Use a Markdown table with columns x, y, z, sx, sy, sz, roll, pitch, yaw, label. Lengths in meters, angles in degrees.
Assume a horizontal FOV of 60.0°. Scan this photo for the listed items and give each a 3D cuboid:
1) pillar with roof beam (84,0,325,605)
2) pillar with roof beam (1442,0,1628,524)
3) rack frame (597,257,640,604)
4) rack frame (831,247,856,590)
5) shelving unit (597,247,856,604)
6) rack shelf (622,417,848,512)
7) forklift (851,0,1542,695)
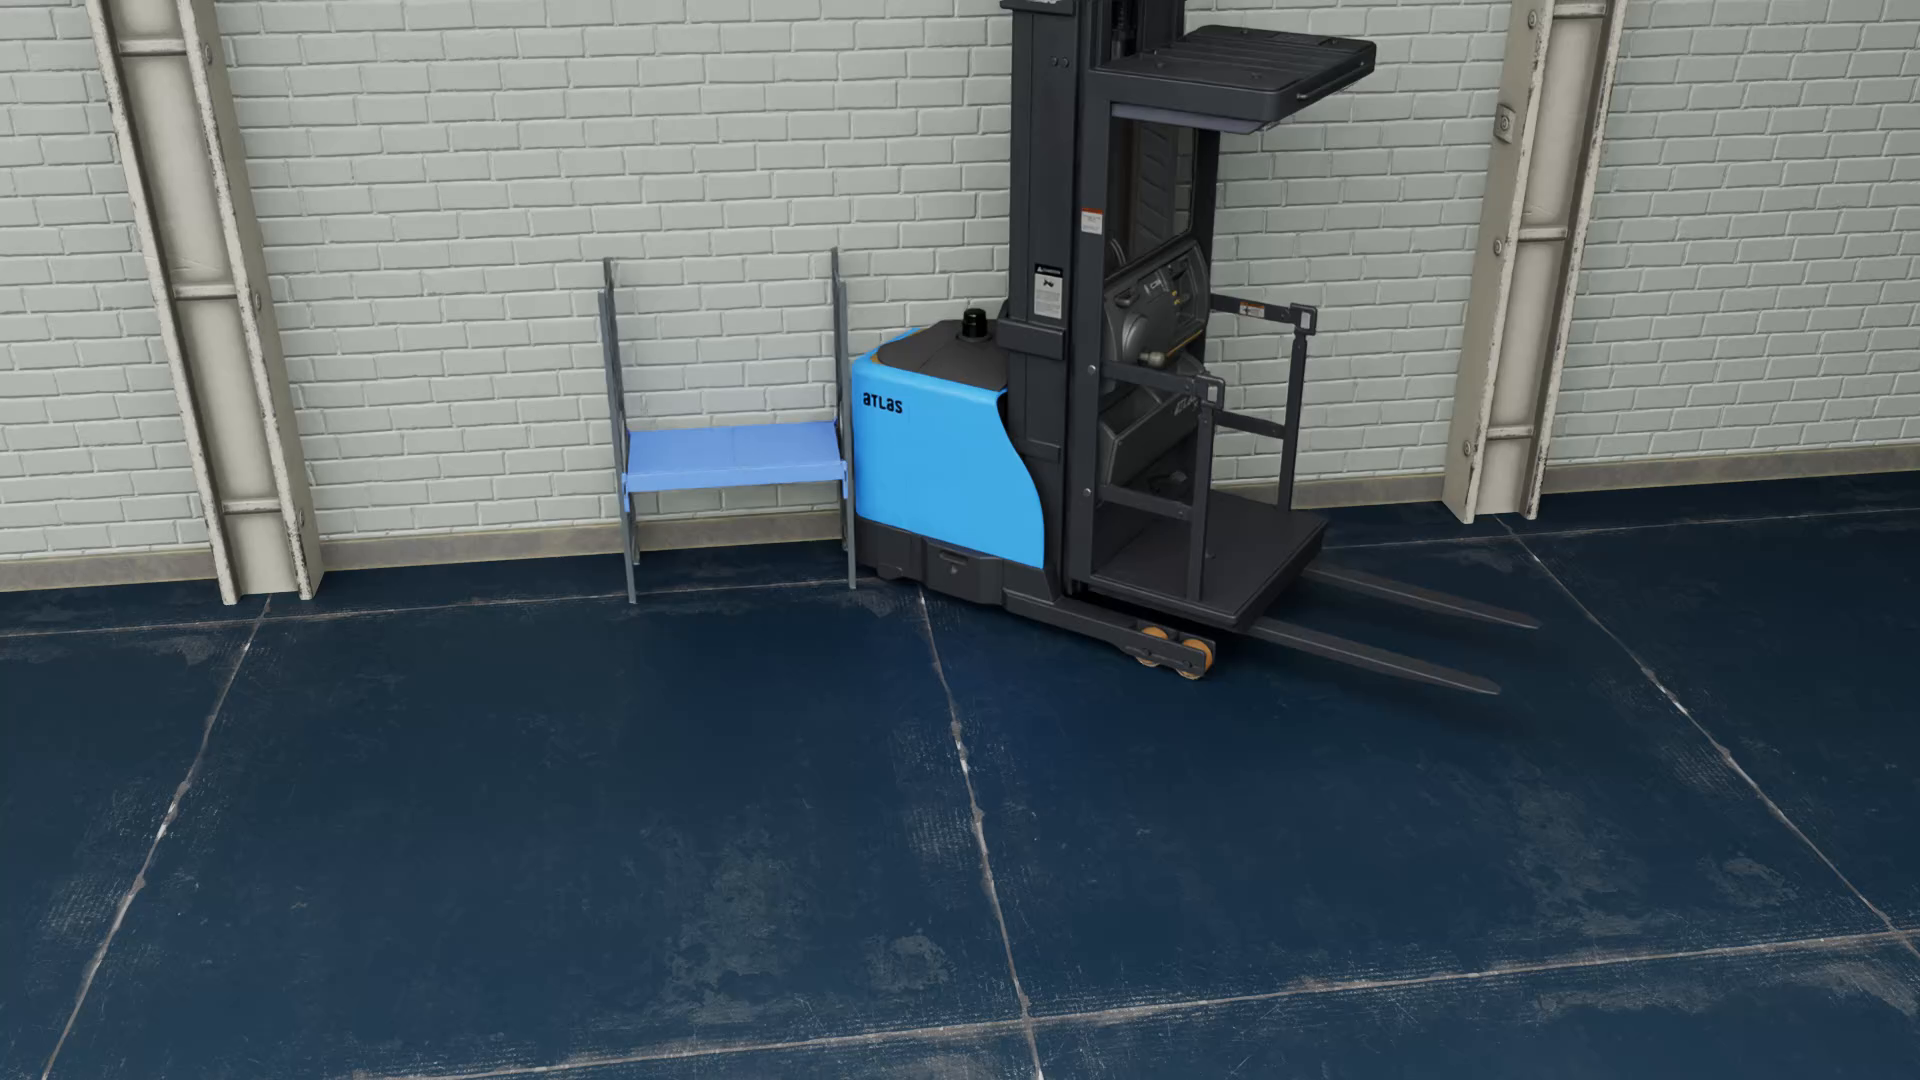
| x | y | z | sx | sy | sz | roll | pitch | yaw | label |
| --- | --- | --- | --- | --- | --- | --- | --- | --- | --- |
| -2.622 | -1.841 | 1.981 | 0.400 | 9.000 | 9.100 | -4 | 27 | -7 | pillar with roof beam |
| 3.320 | -2.223 | 2.724 | 0.400 | 9.000 | 9.100 | -4 | 27 | -7 | pillar with roof beam |
| -1.544 | -0.484 | 7.550 | 0.032 | 1.500 | 0.500 | -4 | 27 | -7 | rack frame |
| -0.537 | -0.549 | 7.676 | 0.032 | 1.500 | 0.500 | -4 | 27 | -7 | rack frame |
| -1.041 | -0.516 | 7.613 | 1.048 | 1.500 | 0.538 | -4 | 27 | -7 | shelving unit |
| -1.041 | -0.356 | 7.695 | 1.000 | 0.185 | 0.538 | -4 | 27 | -7 | rack shelf |
| 1.016 | -0.989 | 6.966 | 3.031 | 2.935 | 1.130 | 16 | 31 | 28 | forklift |
